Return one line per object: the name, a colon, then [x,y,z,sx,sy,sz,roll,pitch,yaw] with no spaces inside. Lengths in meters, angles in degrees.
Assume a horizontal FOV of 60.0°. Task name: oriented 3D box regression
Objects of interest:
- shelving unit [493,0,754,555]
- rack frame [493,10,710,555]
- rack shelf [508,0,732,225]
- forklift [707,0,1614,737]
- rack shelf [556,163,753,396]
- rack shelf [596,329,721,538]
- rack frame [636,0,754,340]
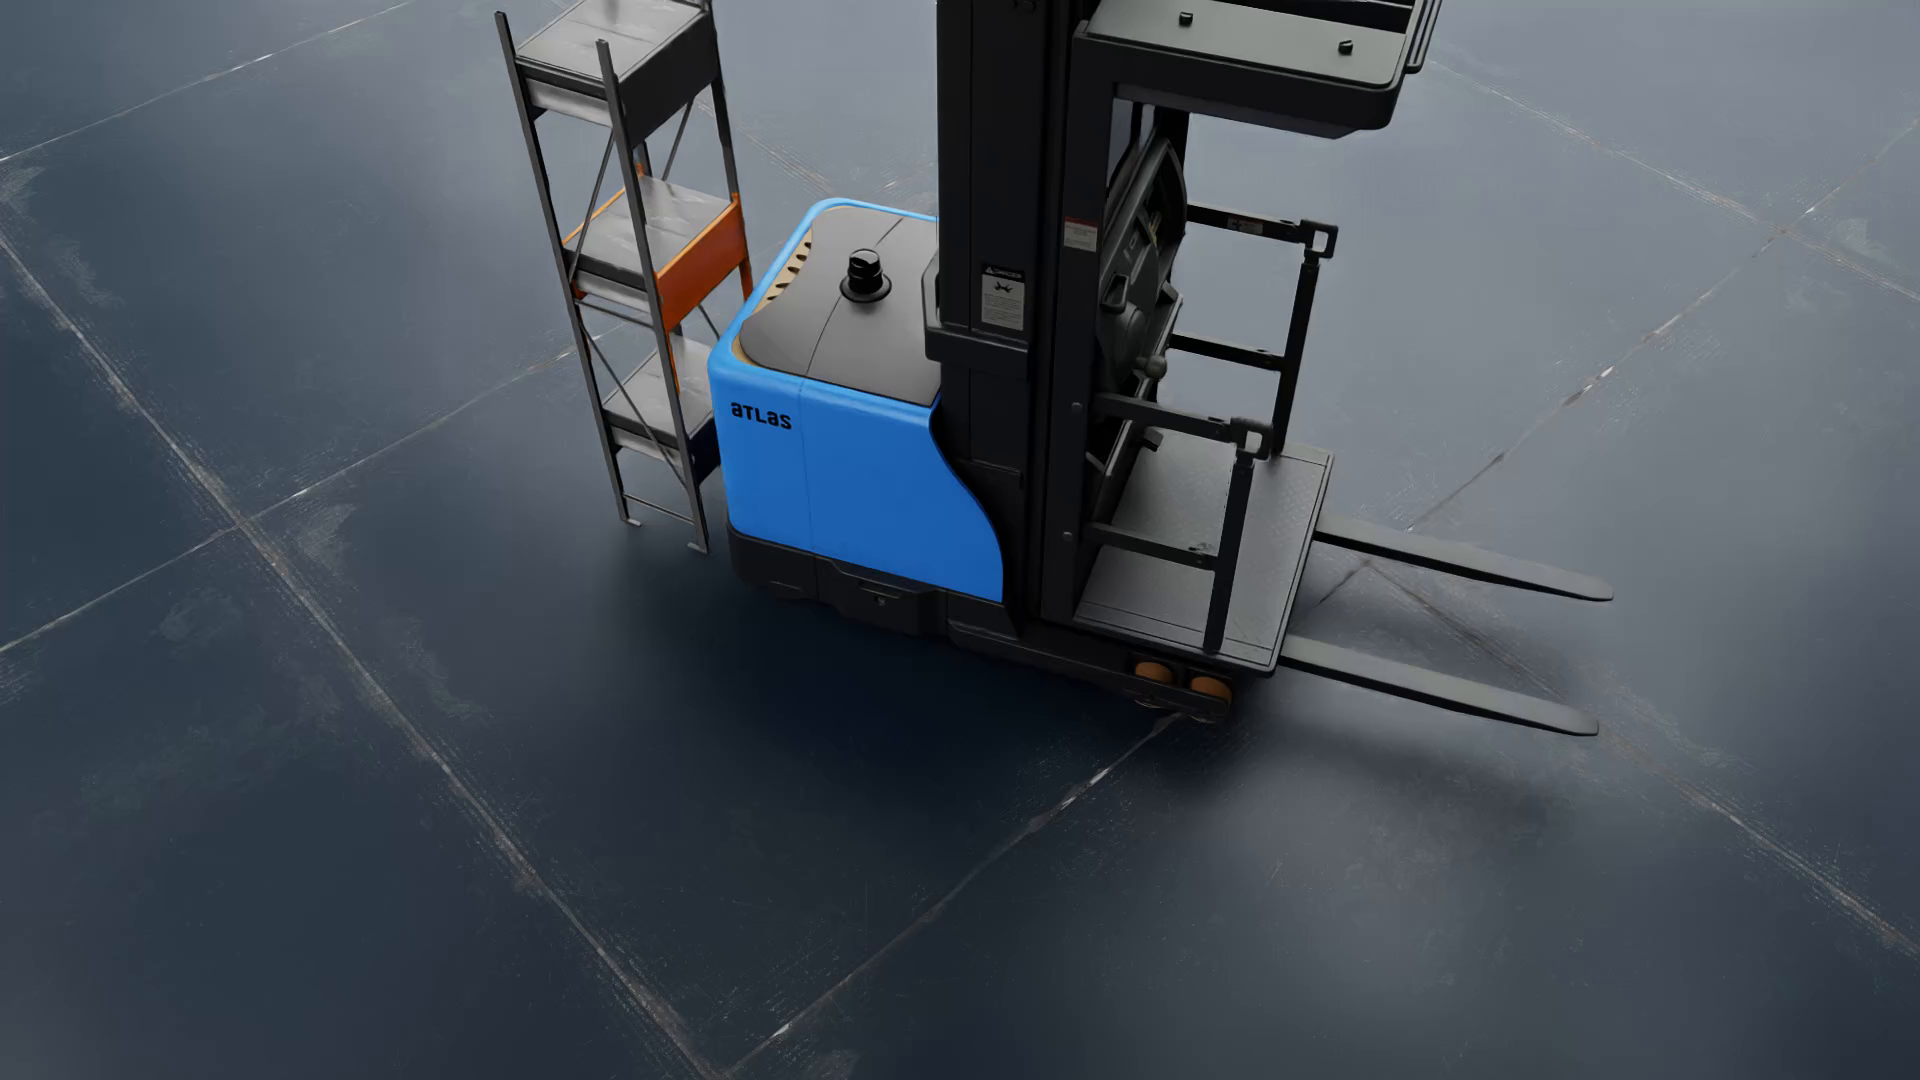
shelving unit: [-1.023,-0.897,5.639,0.431,2.100,0.503,20,50,20]
rack frame: [-1.139,-0.739,5.494,0.400,2.100,0.015,20,50,20]
rack shelf: [-1.042,-1.370,5.142,0.431,0.518,0.480,20,50,20]
forklift: [0.740,-0.813,5.006,3.031,2.935,1.130,14,49,13]
rack shelf: [-1.023,-0.887,5.649,0.431,0.518,0.480,20,50,20]
rack shelf: [-1.003,-0.405,6.156,0.431,0.518,0.480,20,50,20]
rack frame: [-0.907,-1.055,5.785,0.400,2.100,0.015,20,50,20]
